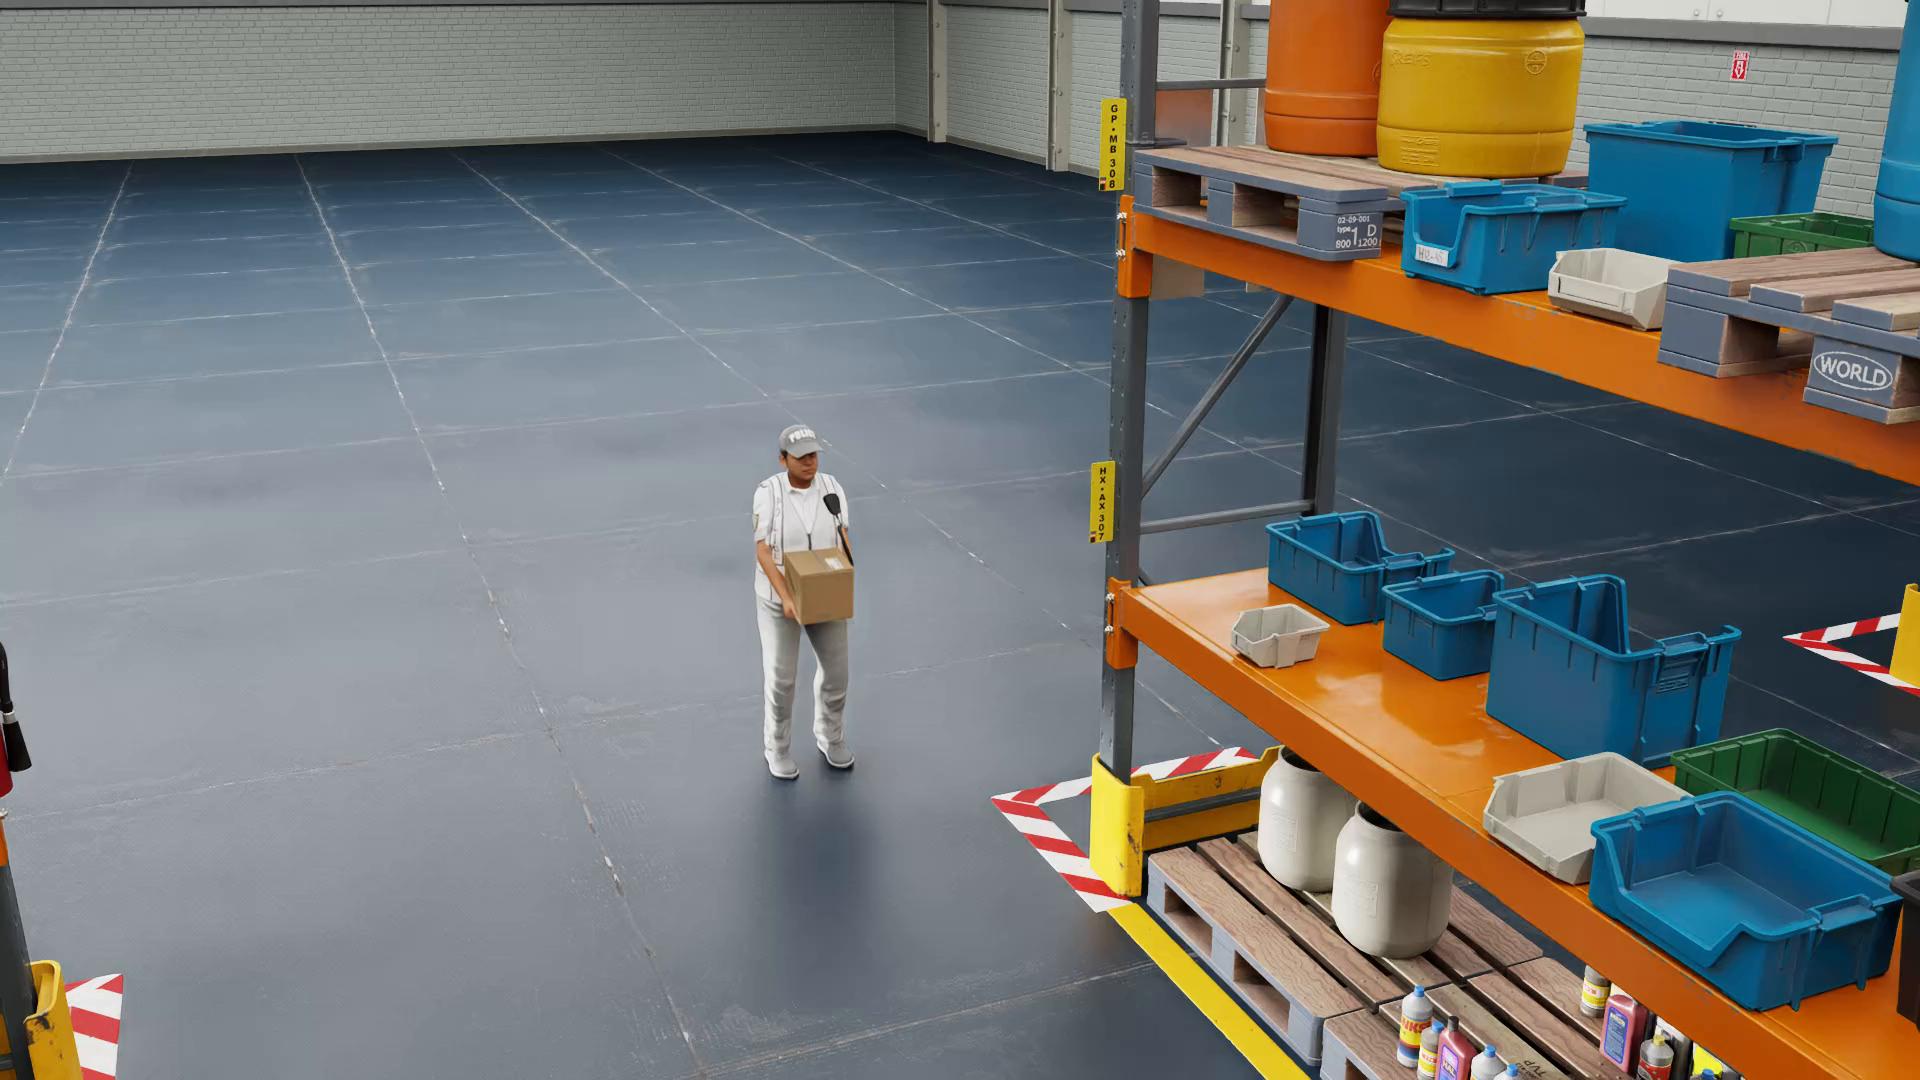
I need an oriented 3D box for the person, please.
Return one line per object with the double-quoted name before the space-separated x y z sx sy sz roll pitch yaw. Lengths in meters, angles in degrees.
"person" -0.702 0.300 7.706 0.455 1.657 0.541 -8 20 -21
